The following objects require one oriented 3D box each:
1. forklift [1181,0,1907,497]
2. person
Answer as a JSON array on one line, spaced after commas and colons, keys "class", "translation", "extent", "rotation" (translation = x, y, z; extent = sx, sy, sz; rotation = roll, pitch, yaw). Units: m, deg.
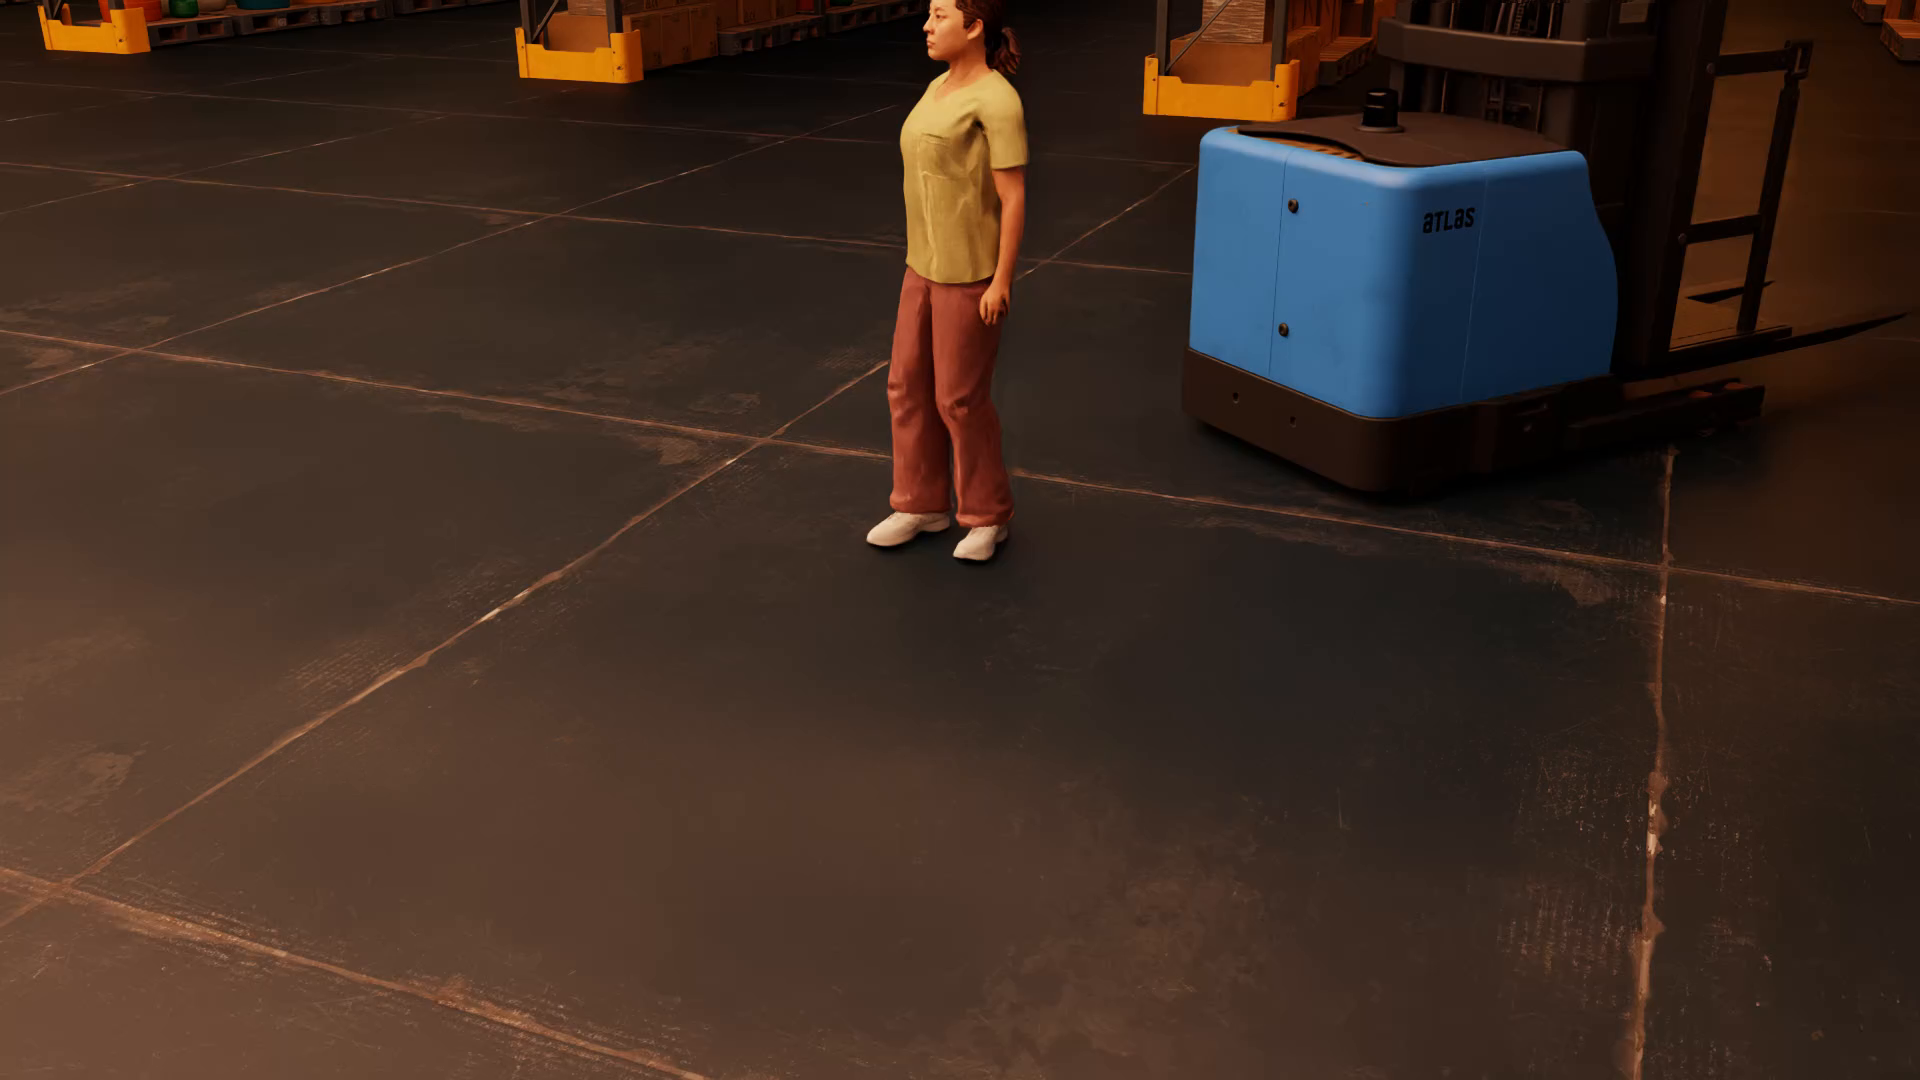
[{"class": "forklift", "translation": [2.340, -1.887, 5.806], "extent": [3.031, 2.935, 1.130], "rotation": [-12, 26, -27]}, {"class": "person", "translation": [-0.032, -0.744, 4.727], "extent": [0.451, 1.665, 0.466], "rotation": [-12, 25, -26]}]
